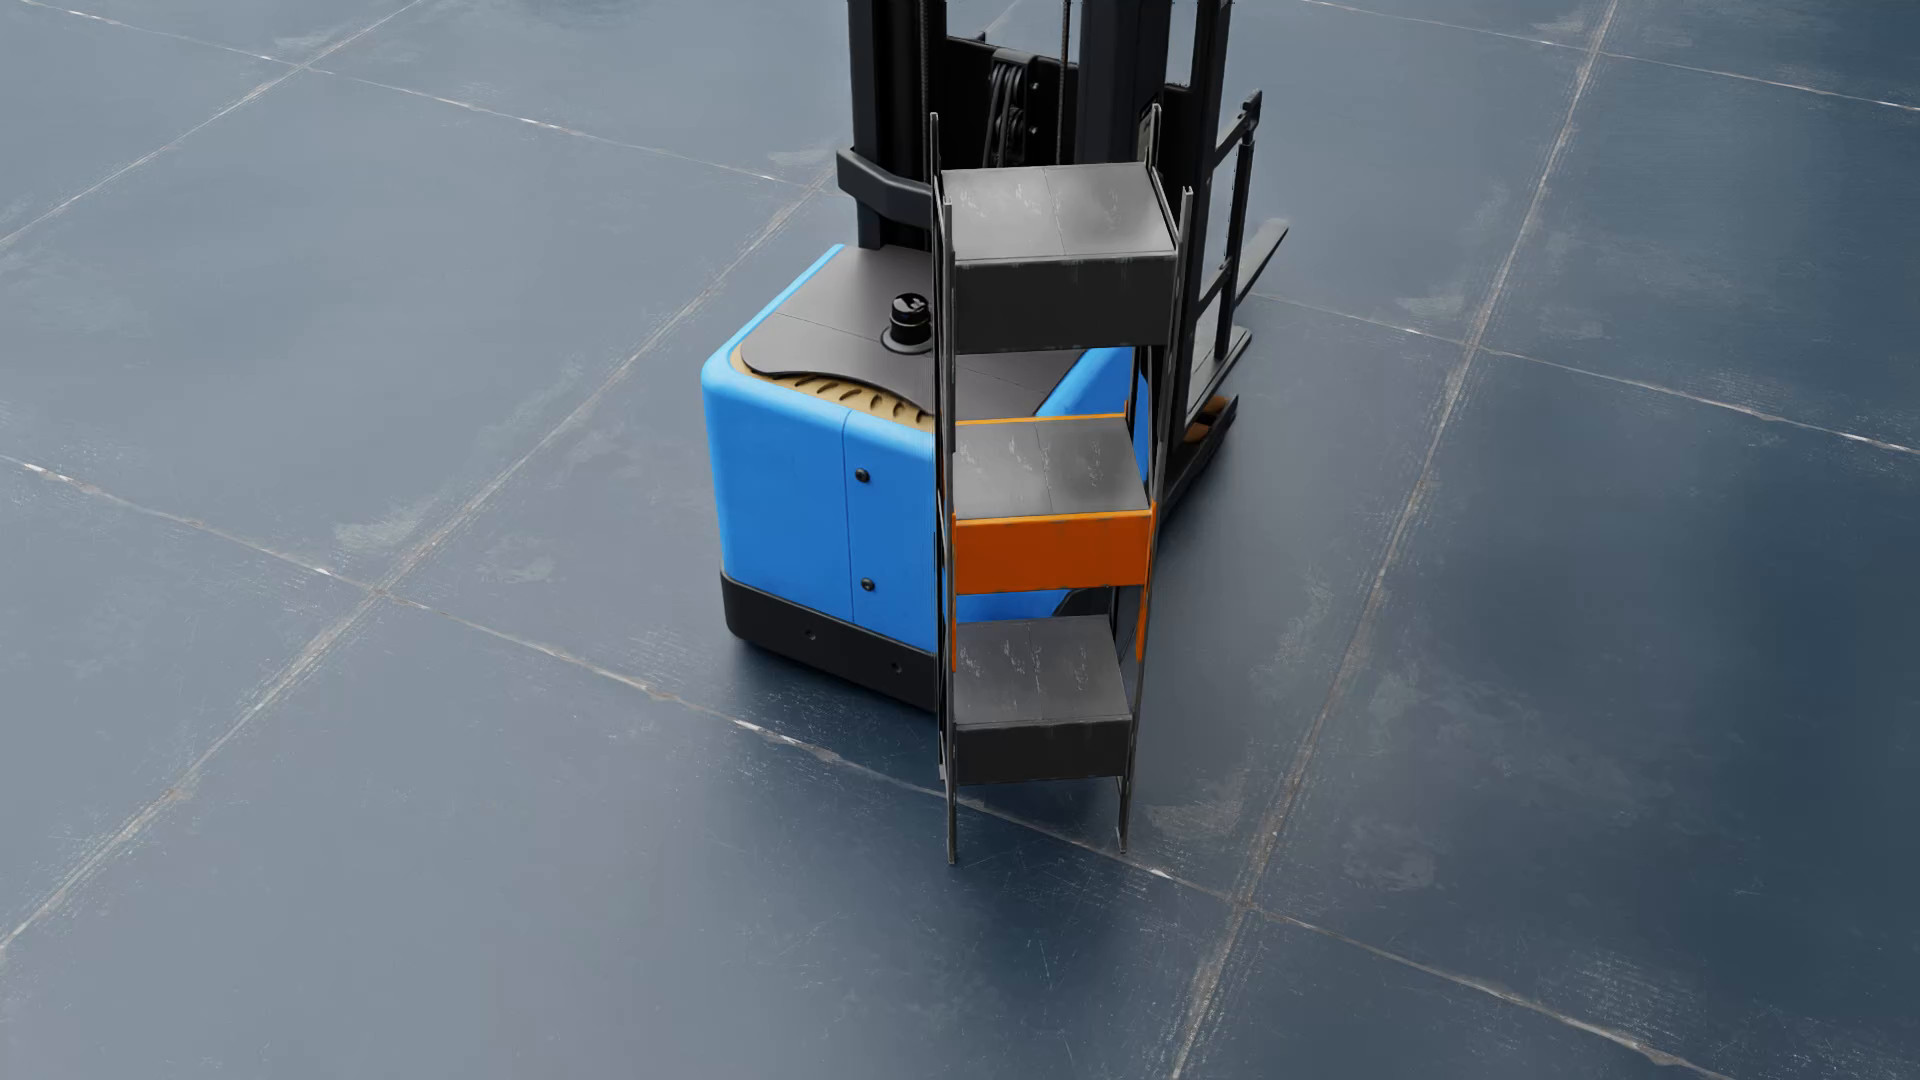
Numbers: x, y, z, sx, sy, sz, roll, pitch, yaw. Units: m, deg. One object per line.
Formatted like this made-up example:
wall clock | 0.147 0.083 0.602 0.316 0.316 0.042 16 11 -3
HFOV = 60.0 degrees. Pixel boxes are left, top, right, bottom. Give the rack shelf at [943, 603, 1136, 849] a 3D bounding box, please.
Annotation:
rack shelf | 0.203 0.520 4.637 0.480 0.518 0.431 -3 41 -4

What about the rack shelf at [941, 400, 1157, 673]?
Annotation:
rack shelf | 0.203 -0.009 4.178 0.480 0.518 0.431 -3 41 -4

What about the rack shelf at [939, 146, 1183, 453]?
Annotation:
rack shelf | 0.203 -0.538 3.720 0.480 0.518 0.431 -3 41 -4

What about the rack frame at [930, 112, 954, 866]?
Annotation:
rack frame | -0.040 -0.006 4.154 0.015 2.100 0.400 -3 41 -4

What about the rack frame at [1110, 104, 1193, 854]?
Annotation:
rack frame | 0.446 -0.033 4.185 0.015 2.100 0.400 -3 41 -4

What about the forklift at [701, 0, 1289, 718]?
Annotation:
forklift | 0.376 -1.493 5.235 1.130 2.935 3.031 19 44 20

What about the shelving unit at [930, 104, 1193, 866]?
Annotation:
shelving unit | 0.203 -0.020 4.169 0.503 2.100 0.431 -3 41 -4
